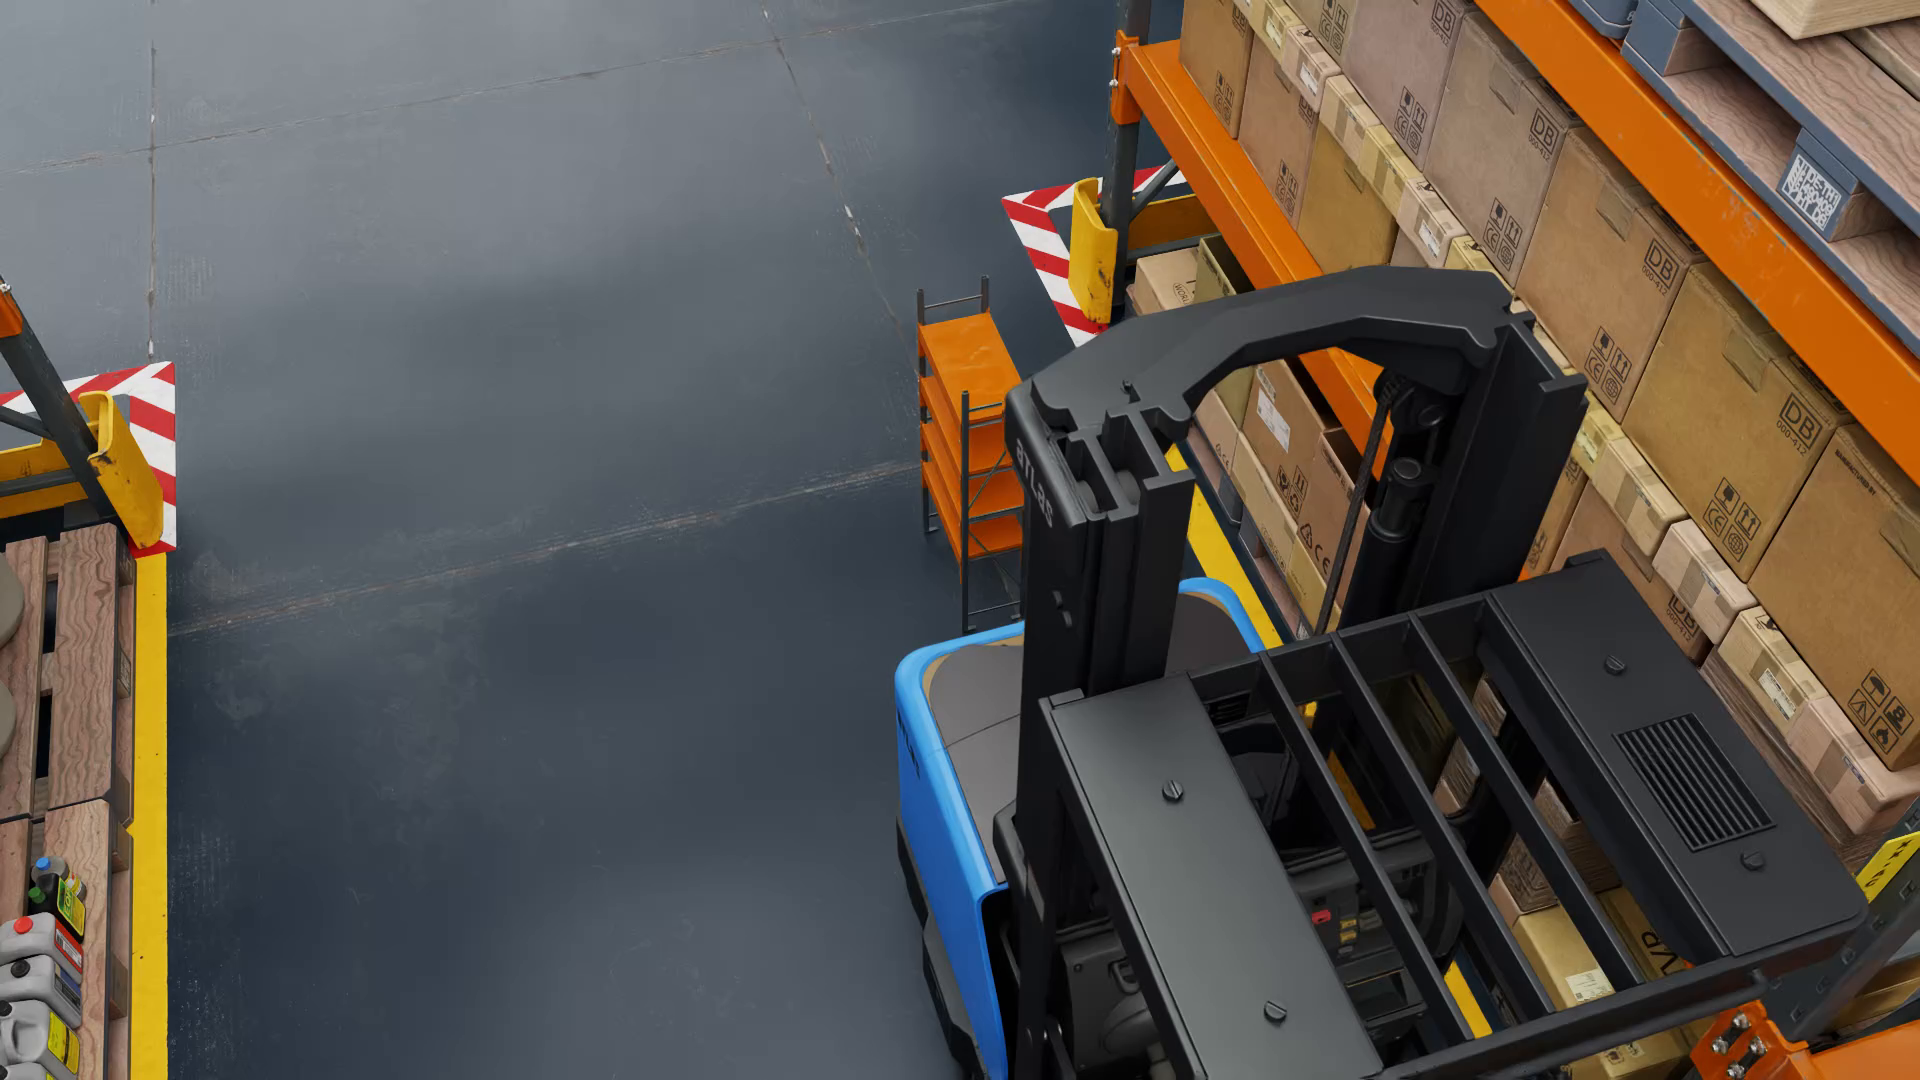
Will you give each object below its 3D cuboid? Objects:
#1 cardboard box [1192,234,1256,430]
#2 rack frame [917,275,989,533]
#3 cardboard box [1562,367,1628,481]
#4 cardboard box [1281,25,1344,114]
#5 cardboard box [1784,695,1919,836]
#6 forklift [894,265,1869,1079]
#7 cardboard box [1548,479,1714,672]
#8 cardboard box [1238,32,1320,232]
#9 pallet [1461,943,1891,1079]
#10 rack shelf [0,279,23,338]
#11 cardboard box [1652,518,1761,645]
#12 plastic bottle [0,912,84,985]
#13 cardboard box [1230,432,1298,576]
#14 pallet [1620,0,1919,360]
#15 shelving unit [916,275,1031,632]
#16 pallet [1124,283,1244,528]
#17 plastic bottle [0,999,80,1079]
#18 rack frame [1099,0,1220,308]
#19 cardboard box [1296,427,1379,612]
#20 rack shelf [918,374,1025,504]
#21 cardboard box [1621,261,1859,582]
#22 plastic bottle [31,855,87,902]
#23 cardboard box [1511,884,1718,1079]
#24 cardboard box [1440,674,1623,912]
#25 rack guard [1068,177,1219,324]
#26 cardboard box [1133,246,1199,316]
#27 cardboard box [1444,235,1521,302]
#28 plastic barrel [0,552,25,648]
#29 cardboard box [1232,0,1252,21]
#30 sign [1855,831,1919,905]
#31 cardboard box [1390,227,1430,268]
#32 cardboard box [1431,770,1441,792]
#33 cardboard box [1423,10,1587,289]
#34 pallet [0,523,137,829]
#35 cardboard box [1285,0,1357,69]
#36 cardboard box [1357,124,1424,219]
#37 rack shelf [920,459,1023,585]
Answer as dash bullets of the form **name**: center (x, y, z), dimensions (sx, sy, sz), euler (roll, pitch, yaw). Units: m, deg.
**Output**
- **cardboard box**: center (1.163, -0.789, 5.987), dimensions (0.500, 0.500, 0.500), euler (-13, 51, -11)
- **rack frame**: center (-0.023, -0.444, 5.840), dimensions (0.240, 1.200, 0.015), euler (-13, 51, -11)
- **cardboard box**: center (1.666, -0.319, 4.067), dimensions (0.380, 0.149, 0.250), euler (-14, 51, -11)
- **cardboard box**: center (1.203, -1.452, 5.022), dimensions (0.380, 0.149, 0.250), euler (-14, 51, -12)
- **cardboard box**: center (1.965, 0.425, 3.440), dimensions (0.380, 0.149, 0.250), euler (-13, 51, -11)
- **forklift**: center (0.738, 1.024, 3.470), dimensions (1.130, 2.935, 3.031), euler (-14, 51, -11)
- **cardboard box**: center (1.951, 0.078, 4.157), dimensions (0.700, 0.500, 0.500), euler (-14, 51, -11)
- **cardboard box**: center (1.353, -1.411, 5.412), dimensions (0.700, 0.500, 0.500), euler (-12, 51, -10)
- **pallet**: center (2.055, 1.125, 5.164), dimensions (1.003, 0.211, 1.213), euler (-13, 51, -11)
- **rack shelf**: center (-3.074, 0.705, 4.164), dimensions (1.077, 0.370, 4.000), euler (-13, 51, -11)
- **cardboard box**: center (1.814, 0.053, 3.754), dimensions (0.380, 0.149, 0.250), euler (-15, 51, -12)
- **plastic bottle**: center (-2.656, 1.181, 4.786), dimensions (0.152, 0.276, 0.135), euler (-13, 51, -11)
- **cardboard box**: center (1.312, -0.183, 5.966), dimensions (0.500, 0.250, 0.500), euler (-13, 51, -11)
- **pallet**: center (1.973, -0.739, 3.007), dimensions (1.003, 0.211, 1.213), euler (-13, 51, -11)
- **shelving unit**: center (0.049, -0.266, 5.689), dimensions (0.258, 1.200, 0.503), euler (-13, 51, -11)
- **pallet**: center (1.333, -0.657, 6.666), dimensions (1.003, 0.211, 1.213), euler (-13, 51, -11)
- **plastic bottle**: center (-2.562, 1.378, 4.571), dimensions (0.144, 0.351, 0.185), euler (-11, 51, -9)
- **rack frame**: center (1.067, -2.105, 6.063), dimensions (1.000, 3.000, 0.127), euler (-13, 51, -11)
- **cardboard box**: center (1.454, -0.058, 5.370), dimensions (0.500, 0.500, 0.500), euler (-13, 51, -11)
- **rack shelf**: center (0.049, -0.367, 5.570), dimensions (0.258, 0.148, 0.480), euler (-13, 51, -11)
- **cardboard box**: center (1.962, -0.325, 3.649), dimensions (0.700, 0.500, 0.500), euler (-13, 51, -11)
- **plastic bottle**: center (-2.704, 1.015, 4.975), dimensions (0.097, 0.201, 0.097), euler (0, 50, 0)
- **cardboard box**: center (1.904, 1.278, 4.734), dimensions (0.500, 0.250, 0.500), euler (-13, 51, -11)
- **cardboard box**: center (1.767, 0.669, 4.758), dimensions (0.500, 0.500, 0.500), euler (-13, 51, -11)
- **rack guard**: center (1.060, -1.317, 7.033), dimensions (1.175, 0.500, 0.348), euler (-13, 51, -11)
- **cardboard box**: center (1.013, -0.912, 6.581), dimensions (0.500, 0.250, 0.500), euler (-13, 51, -11)
- **cardboard box**: center (1.509, -0.696, 4.385), dimensions (0.380, 0.149, 0.250), euler (-12, 51, -10)
- **plastic barrel**: center (-3.398, 0.142, 5.521), dimensions (0.421, 0.512, 0.421), euler (0, 50, 0)
- **cardboard box**: center (1.058, -1.819, 5.332), dimensions (0.380, 0.149, 0.250), euler (-15, 51, -12)
- **sign**: center (1.720, 0.638, 3.132), dimensions (0.100, 0.325, 0.005), euler (-13, 51, -11)
- **cardboard box**: center (1.653, -0.663, 4.782), dimensions (0.700, 0.500, 0.500), euler (-12, 51, -10)
- **cardboard box**: center (1.604, 0.549, 5.349), dimensions (0.500, 0.250, 0.500), euler (-13, 51, -11)
- **cardboard box**: center (1.667, -1.056, 4.265), dimensions (0.700, 0.500, 0.500), euler (-13, 51, -11)
- **pallet**: center (-3.363, 0.550, 5.648), dimensions (1.003, 0.211, 1.213), euler (-13, 51, -11)
- **cardboard box**: center (1.369, -1.790, 4.883), dimensions (0.700, 0.500, 0.500), euler (-15, 51, -12)
- **cardboard box**: center (1.360, -1.071, 4.701), dimensions (0.380, 0.149, 0.250), euler (-14, 51, -11)
- **rack shelf**: center (0.049, -0.094, 5.893), dimensions (0.258, 0.148, 0.480), euler (-13, 51, -11)
